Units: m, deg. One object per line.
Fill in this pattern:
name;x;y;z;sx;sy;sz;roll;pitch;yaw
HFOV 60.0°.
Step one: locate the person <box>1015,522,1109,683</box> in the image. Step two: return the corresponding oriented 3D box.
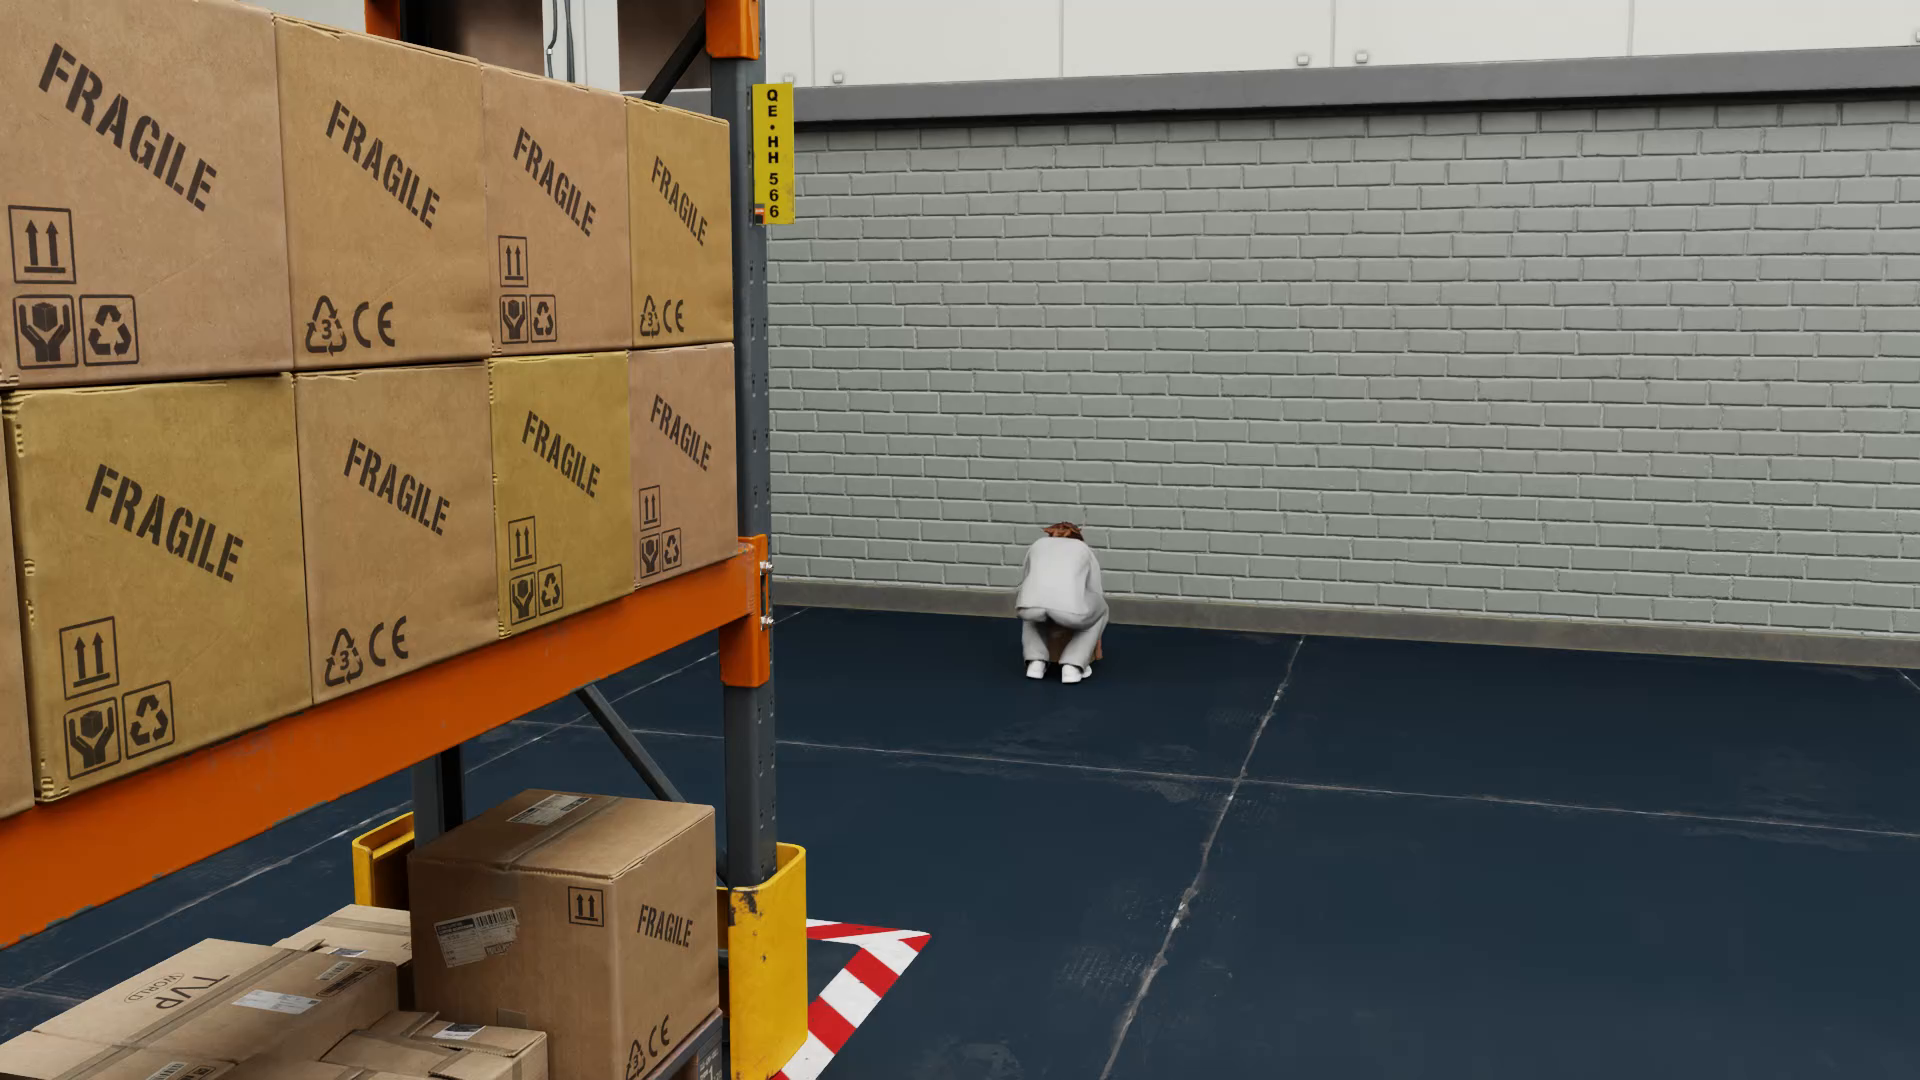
person;0.514;0.334;8.486;0.459;0.816;0.836;2;9;15
